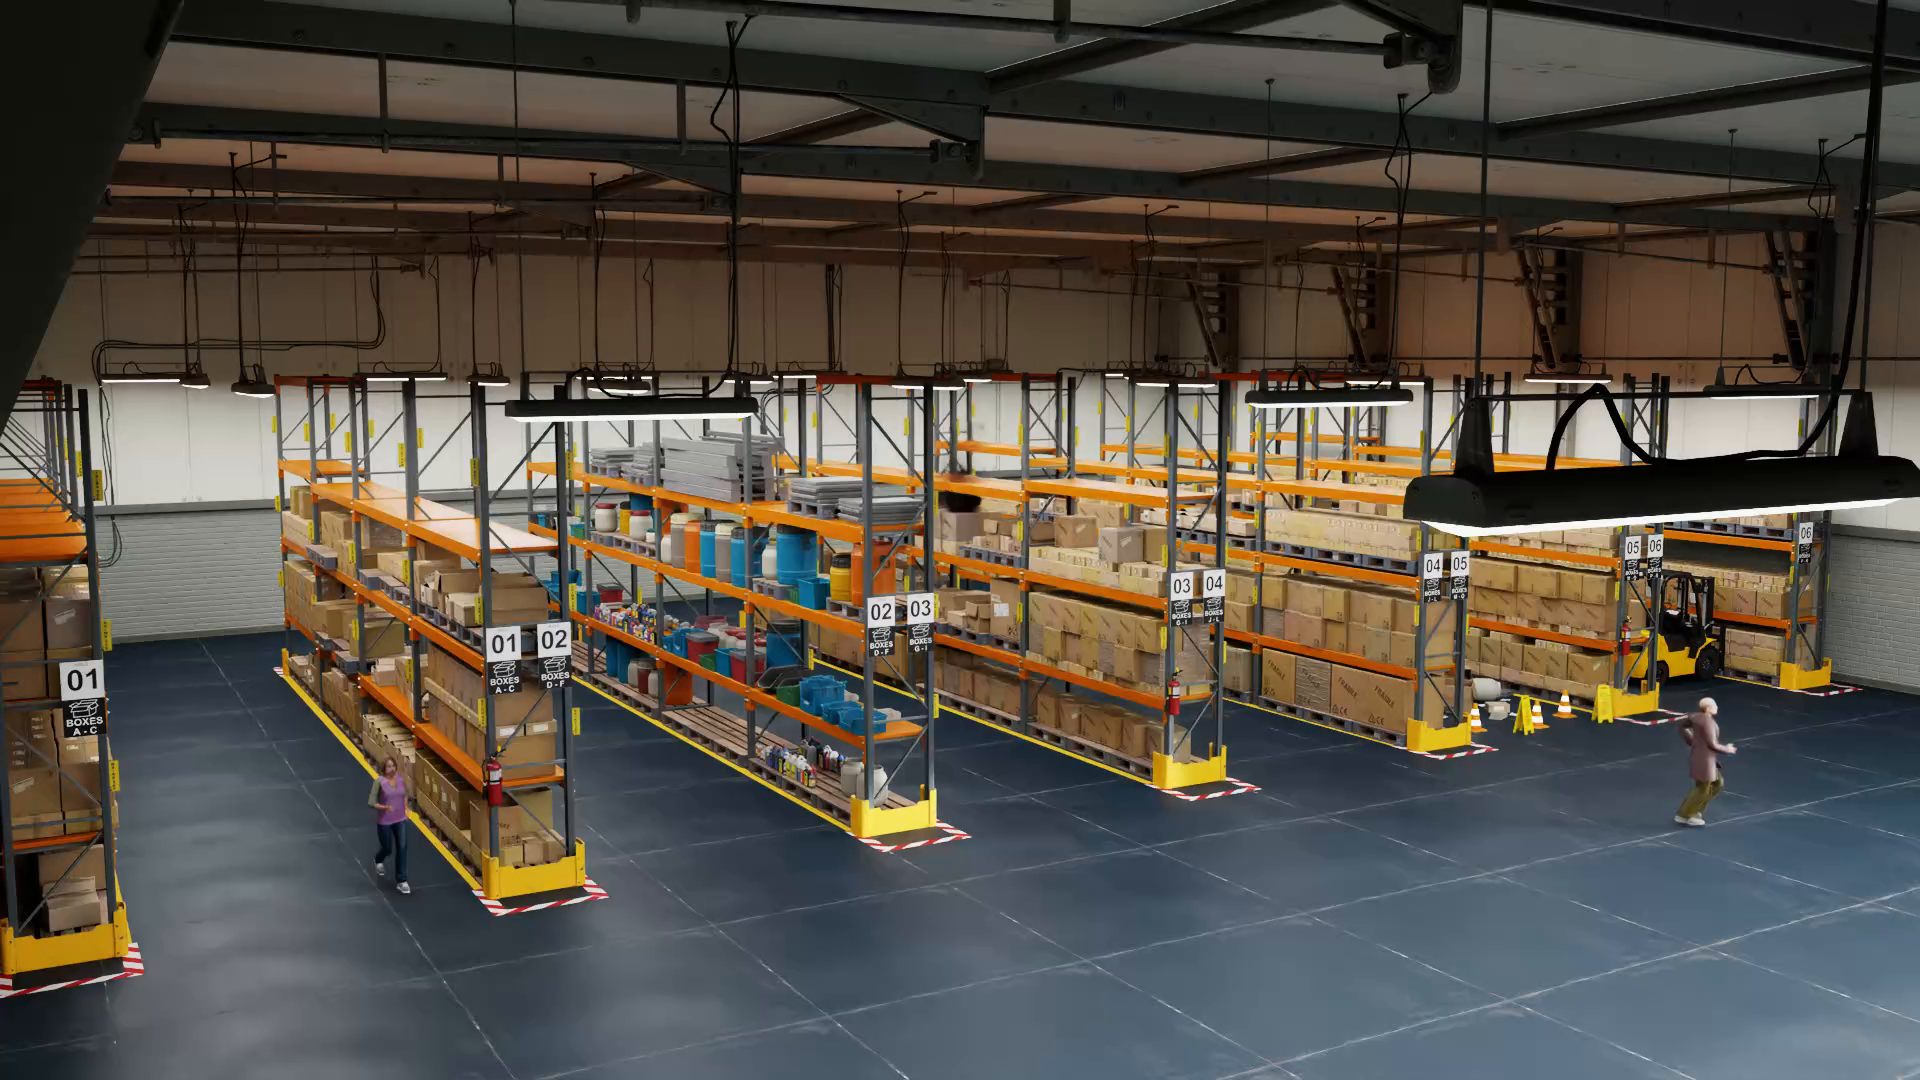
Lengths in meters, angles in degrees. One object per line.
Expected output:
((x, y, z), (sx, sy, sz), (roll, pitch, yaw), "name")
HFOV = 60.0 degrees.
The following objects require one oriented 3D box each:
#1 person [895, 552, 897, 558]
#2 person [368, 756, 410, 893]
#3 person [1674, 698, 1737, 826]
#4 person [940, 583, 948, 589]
((-1.715, 1.073, 40.806), (0.705, 1.654, 0.847), (2, 6, 16), "person")
((-6.773, 3.356, 19.817), (0.541, 1.574, 0.867), (-5, 8, -37), "person")
((10.083, 3.010, 22.489), (0.744, 1.798, 0.732), (1, 6, 11), "person")
((-0.327, 1.699, 34.744), (0.608, 1.632, 0.943), (-4, 7, -31), "person")
